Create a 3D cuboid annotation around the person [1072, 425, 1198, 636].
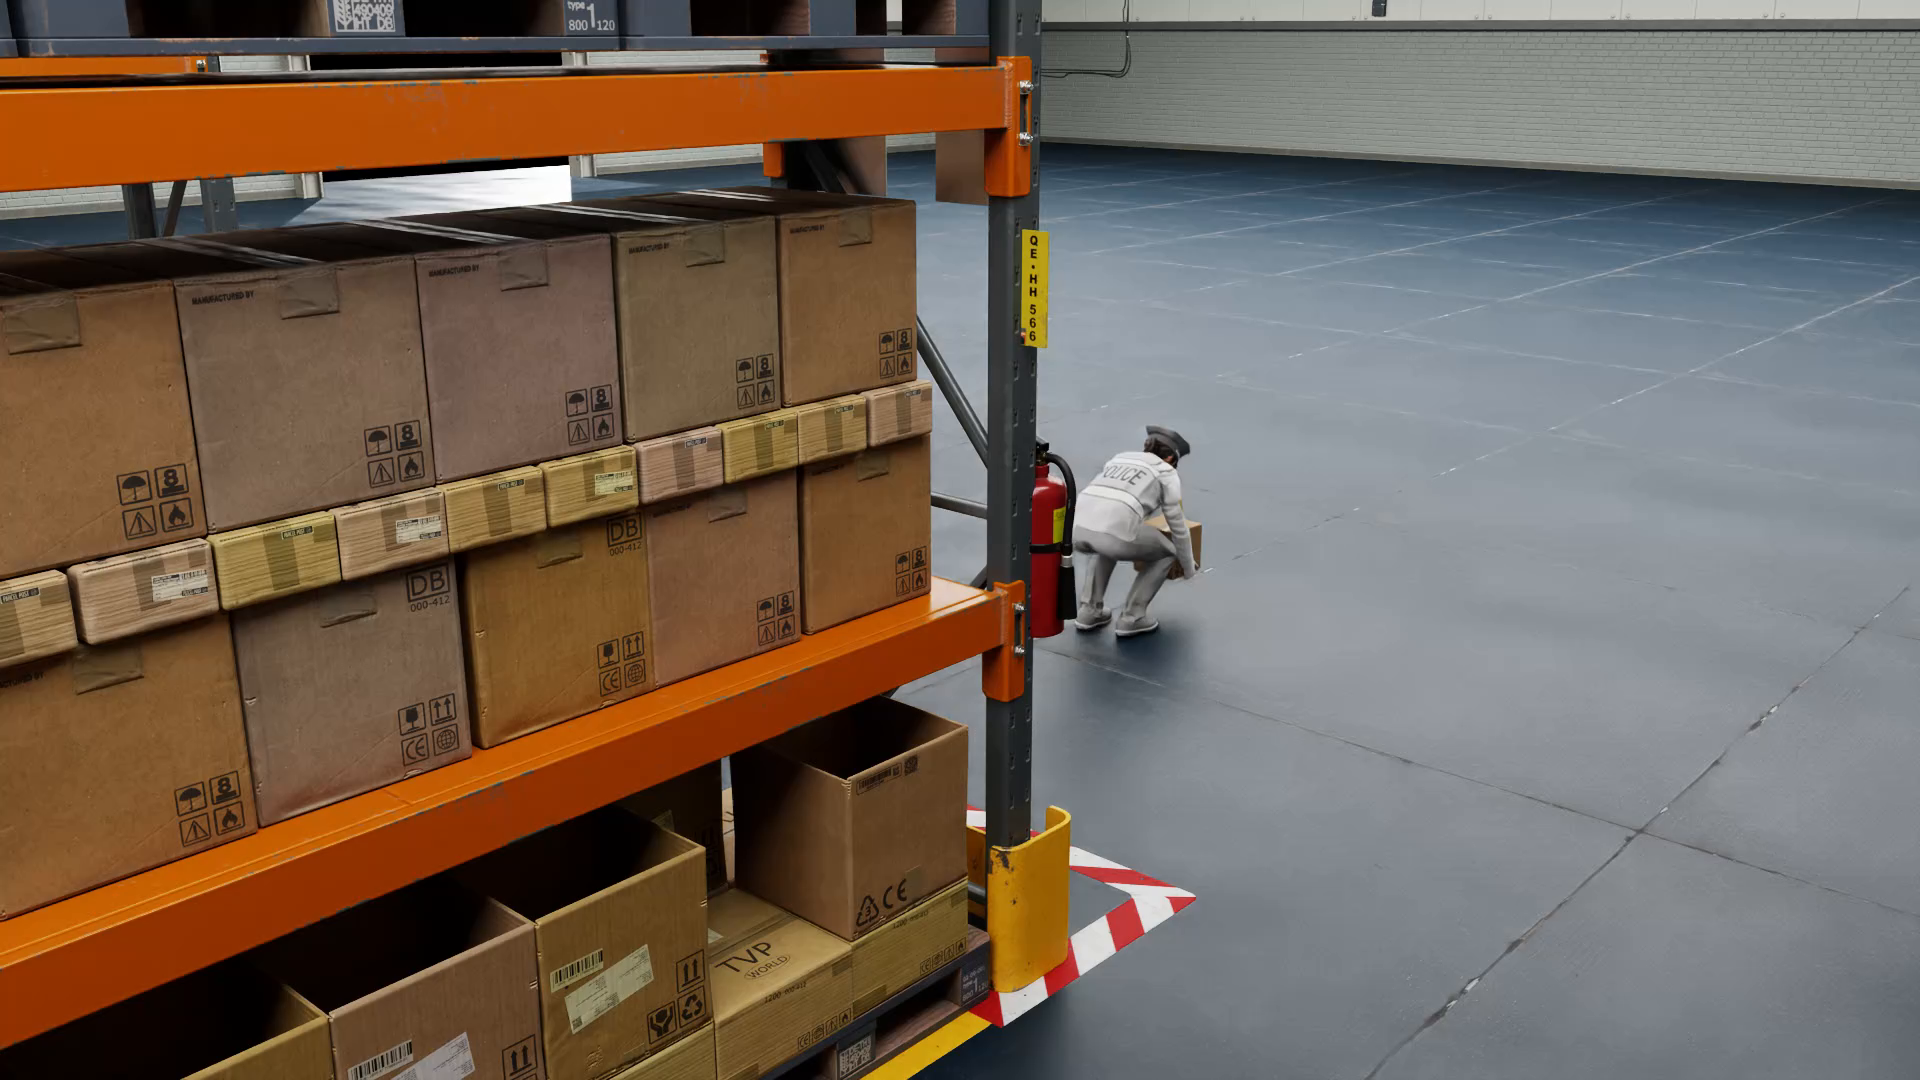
[{"bbox_3d":[0.867,-0.046,8.372,0.454,0.982,0.883,14,22,38],"label":"person"}]
